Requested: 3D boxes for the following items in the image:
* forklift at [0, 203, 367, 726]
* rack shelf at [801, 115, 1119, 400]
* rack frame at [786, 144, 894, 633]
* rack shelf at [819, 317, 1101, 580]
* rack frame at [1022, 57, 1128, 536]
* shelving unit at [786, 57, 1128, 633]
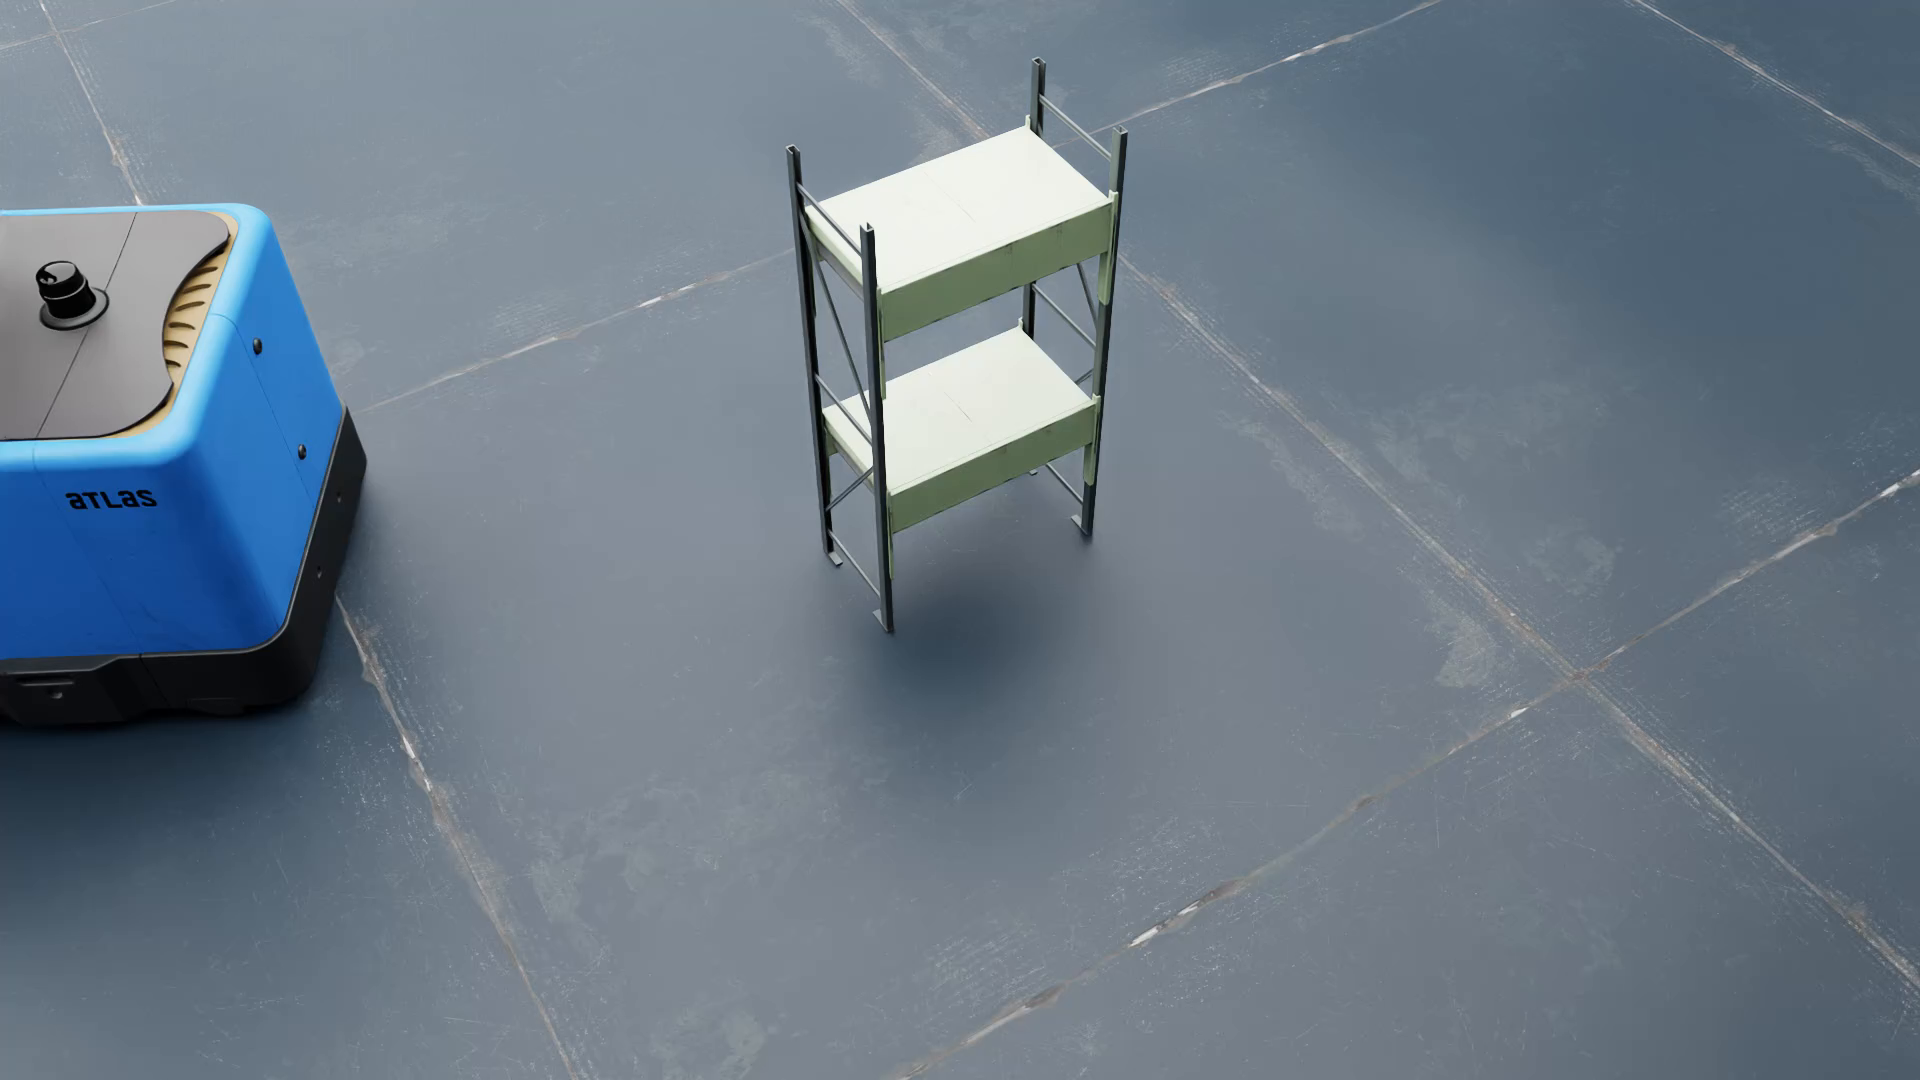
[{"bbox_3d":[-3.405,-0.792,3.993,3.031,2.935,1.130,-2,48,-2],"label":"forklift"},{"bbox_3d":[-0.006,-0.756,4.396,0.720,0.370,0.431,-25,53,-21],"label":"rack shelf"},{"bbox_3d":[-0.315,-0.350,4.558,0.023,1.500,0.400,-25,53,-21],"label":"rack frame"},{"bbox_3d":[-0.006,-0.279,4.931,0.720,0.370,0.431,-25,53,-21],"label":"rack shelf"},{"bbox_3d":[0.304,-0.642,4.817,0.023,1.500,0.400,-25,53,-21],"label":"rack frame"},{"bbox_3d":[-0.006,-0.496,4.688,0.755,1.500,0.431,-25,53,-21],"label":"shelving unit"}]
